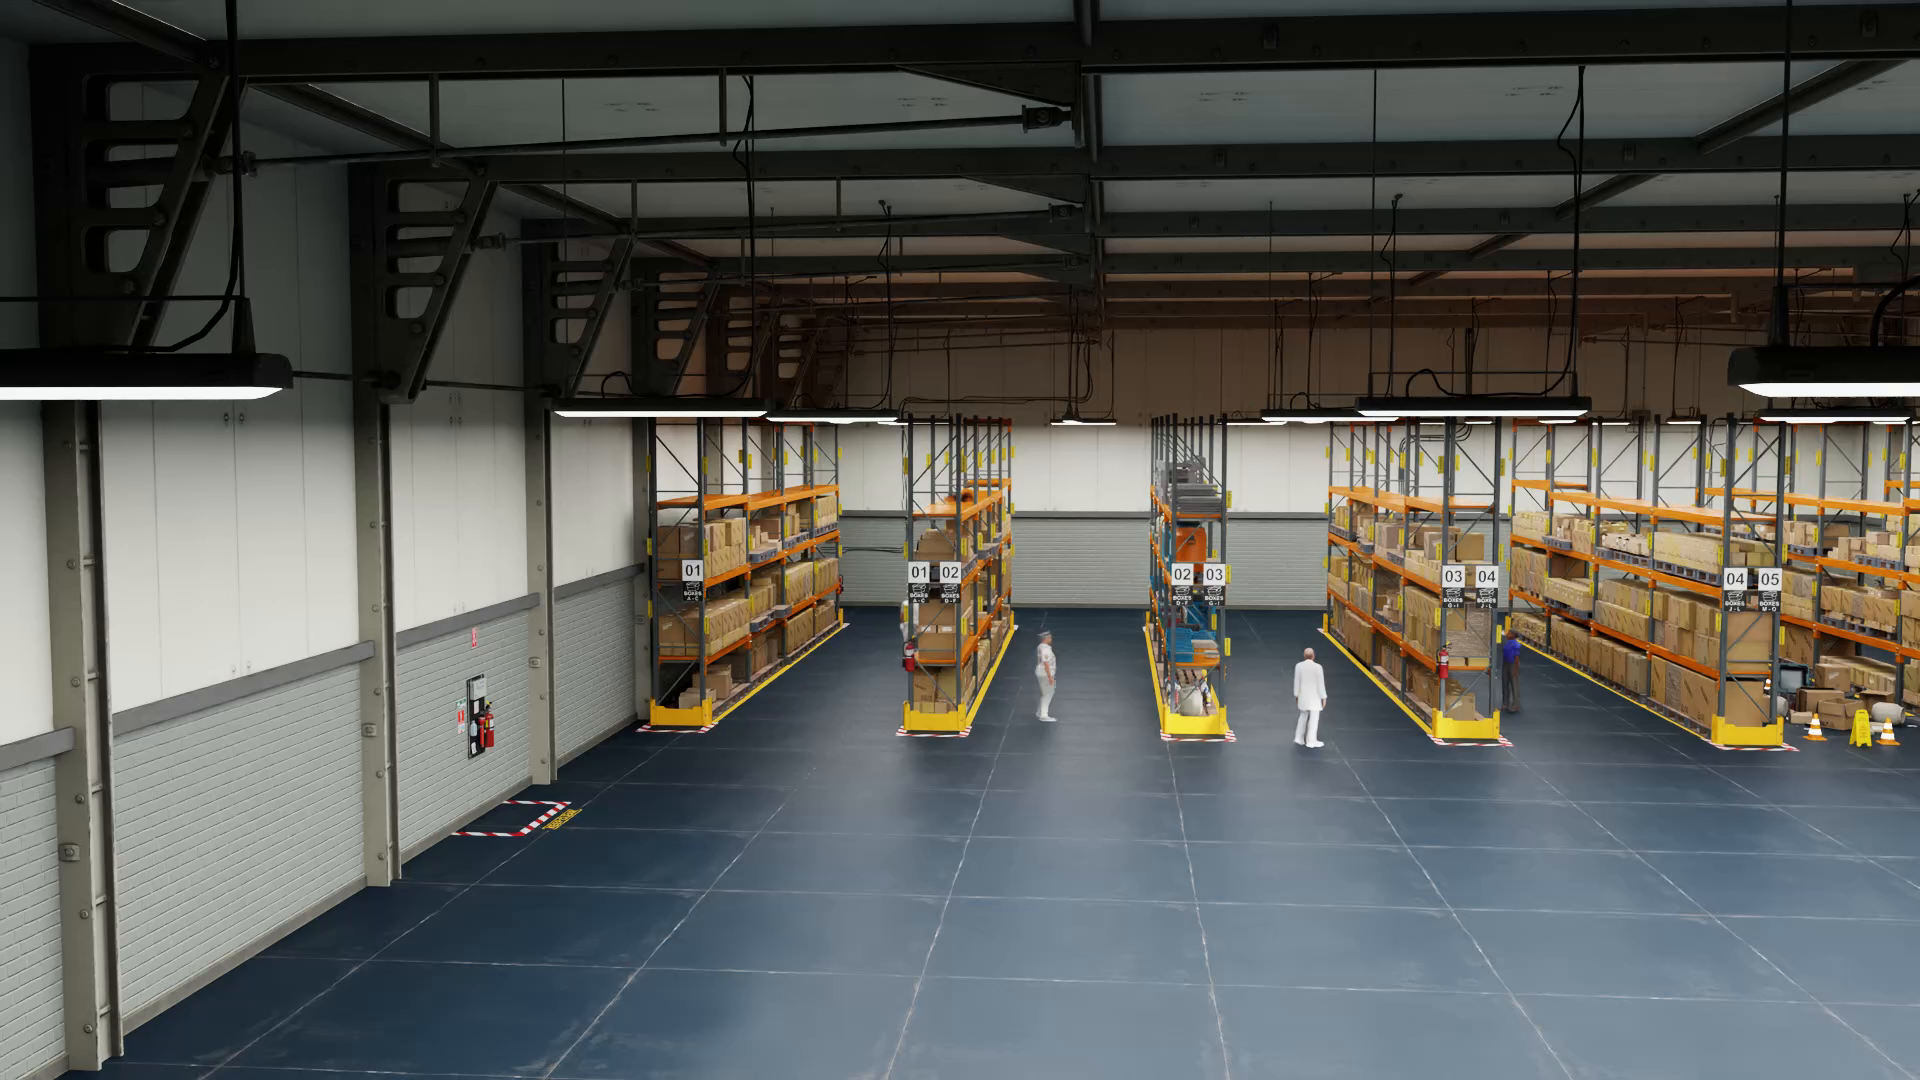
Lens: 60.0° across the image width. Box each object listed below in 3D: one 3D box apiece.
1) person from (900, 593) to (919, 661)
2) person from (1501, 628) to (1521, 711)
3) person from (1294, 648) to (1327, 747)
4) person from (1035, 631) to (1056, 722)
[{"bbox_3d":[-1.193,2.084,40.898,0.610,1.723,1.030,0,4,4],"label":"person"},{"bbox_3d":[11.181,2.673,33.799,0.367,1.561,0.451,-2,4,-31],"label":"person"},{"bbox_3d":[6.324,2.845,29.885,0.654,1.826,0.377,4,5,44],"label":"person"},{"bbox_3d":[1.681,2.678,32.514,0.402,1.797,0.644,0,4,-5],"label":"person"}]
